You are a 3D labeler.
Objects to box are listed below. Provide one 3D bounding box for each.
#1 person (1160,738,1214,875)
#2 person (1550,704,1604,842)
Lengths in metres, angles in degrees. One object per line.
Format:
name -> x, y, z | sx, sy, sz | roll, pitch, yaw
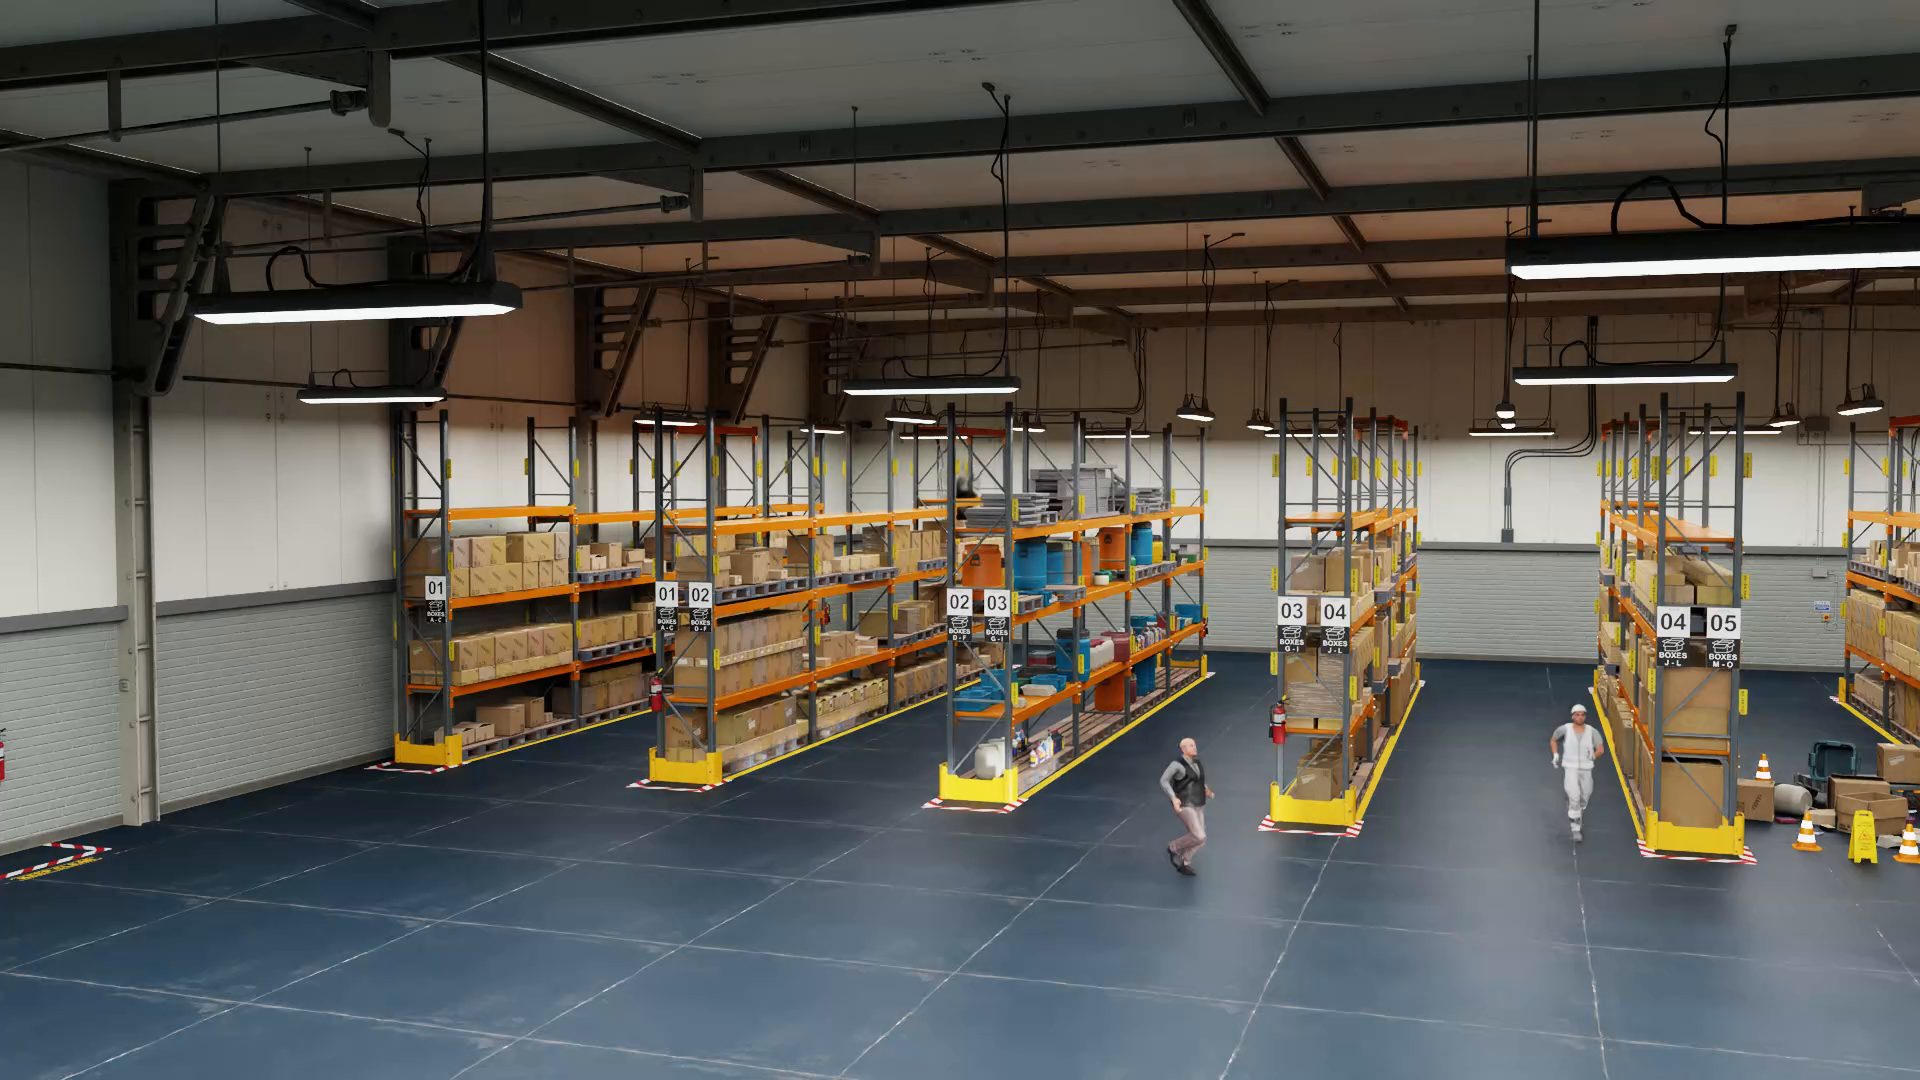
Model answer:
person -> 2.849, 3.284, 20.441 | 0.650, 1.682, 0.566 | -2, 3, -44
person -> 8.399, 3.127, 22.621 | 0.664, 1.800, 0.879 | 0, 2, 10
